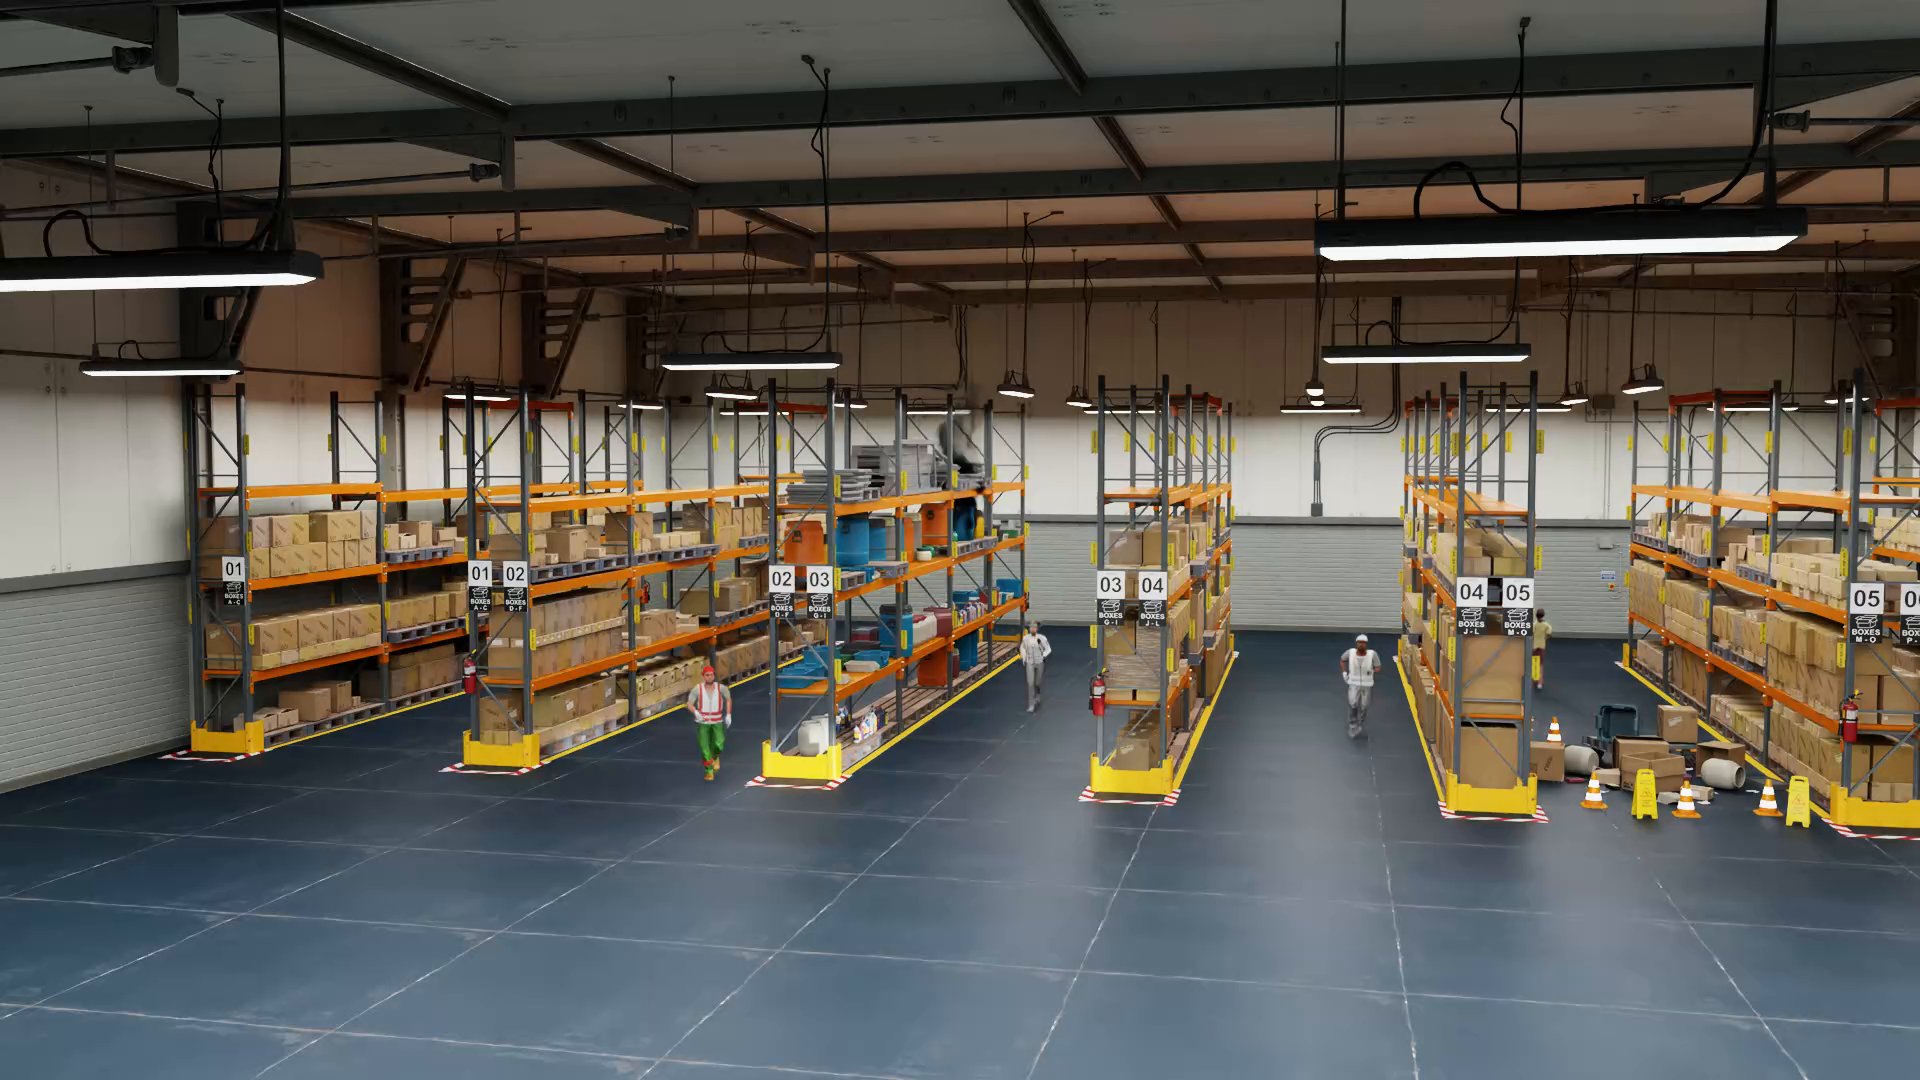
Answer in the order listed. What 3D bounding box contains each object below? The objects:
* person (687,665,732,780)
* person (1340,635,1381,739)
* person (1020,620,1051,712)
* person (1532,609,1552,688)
[{"bbox_3d":[-3.722,2.730,24.752,0.655,1.728,0.589,-1,3,-13],"label":"person"},{"bbox_3d":[6.842,2.497,28.393,0.665,1.776,0.755,1,3,9],"label":"person"},{"bbox_3d":[1.426,2.346,31.414,0.608,1.705,0.833,1,3,9],"label":"person"},{"bbox_3d":[11.883,2.221,34.245,0.587,1.627,0.599,0,3,8],"label":"person"}]
